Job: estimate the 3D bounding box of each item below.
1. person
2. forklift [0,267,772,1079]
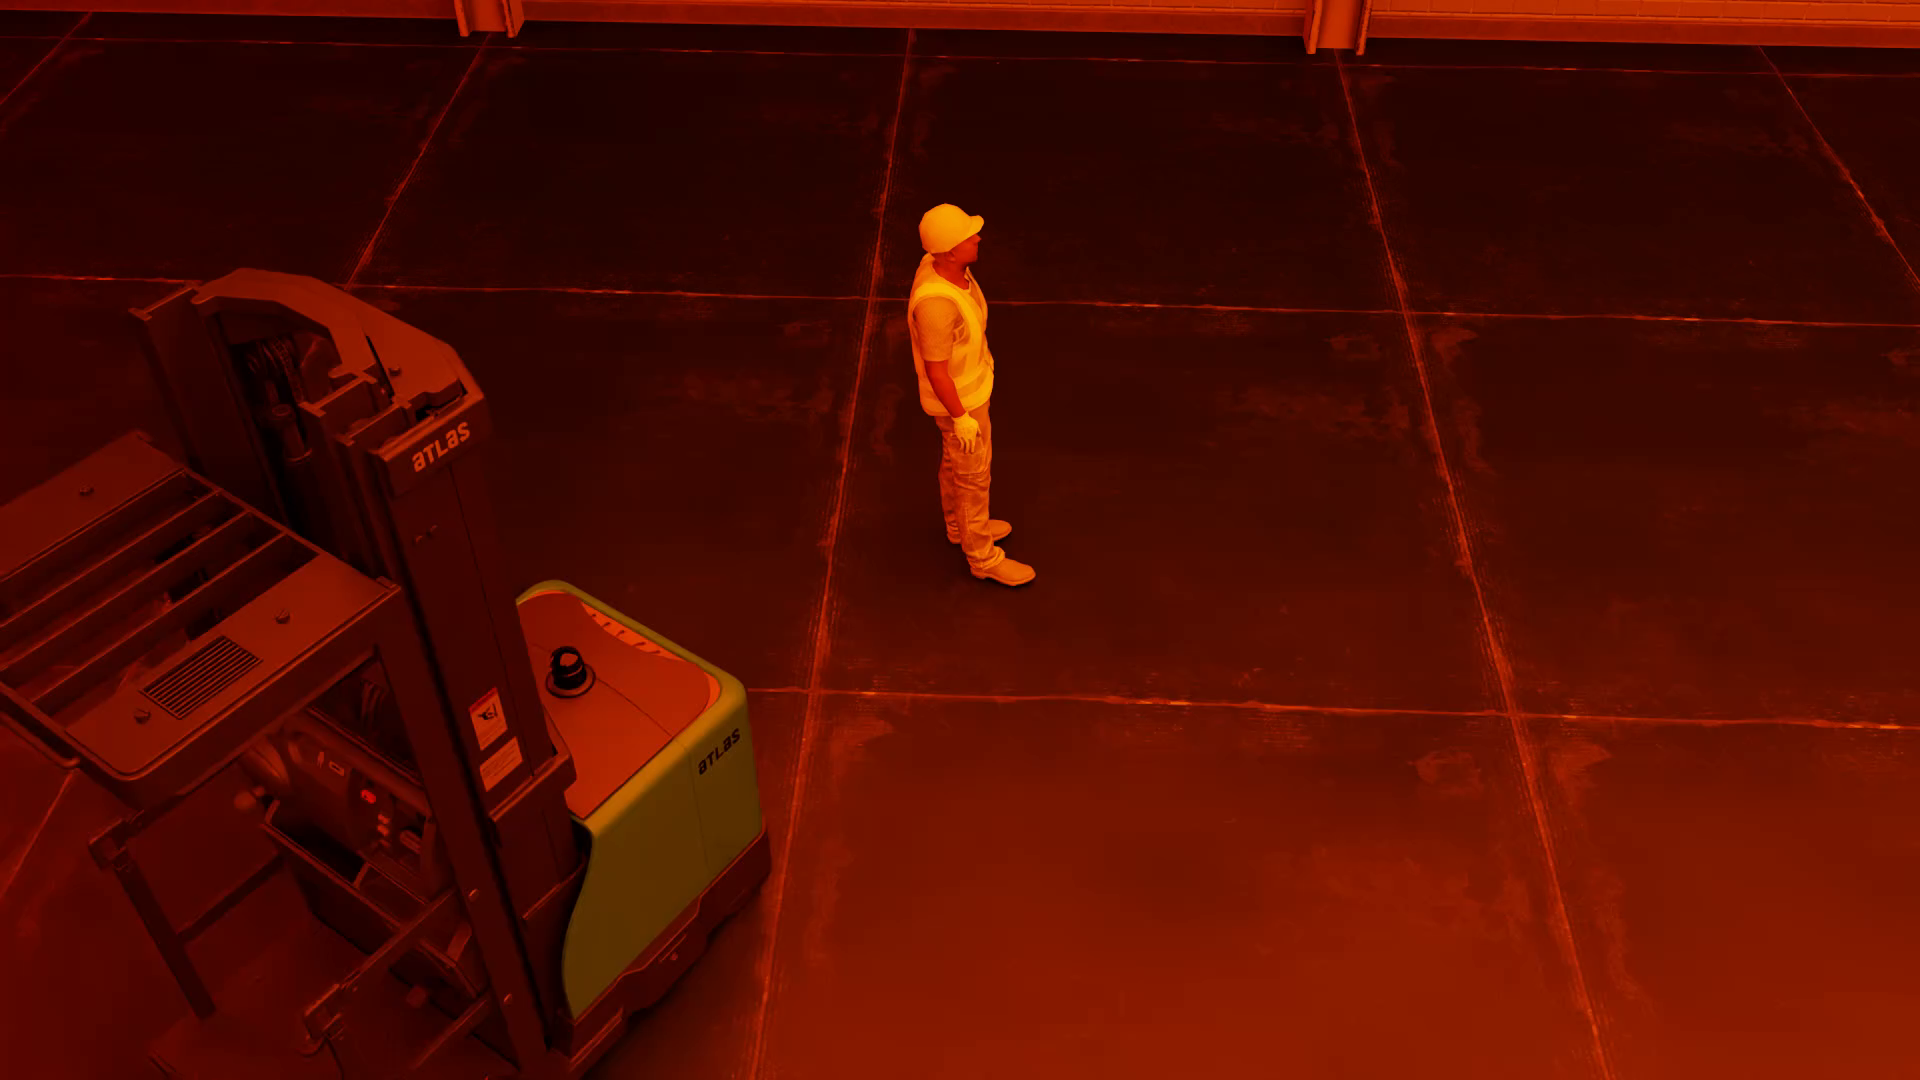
[{"bbox_3d":[0.072,-0.654,7.304,0.574,1.779,0.656,2,42,2],"label":"person"},{"bbox_3d":[-1.994,0.831,4.832,1.130,2.935,3.031,26,48,25],"label":"forklift"}]
